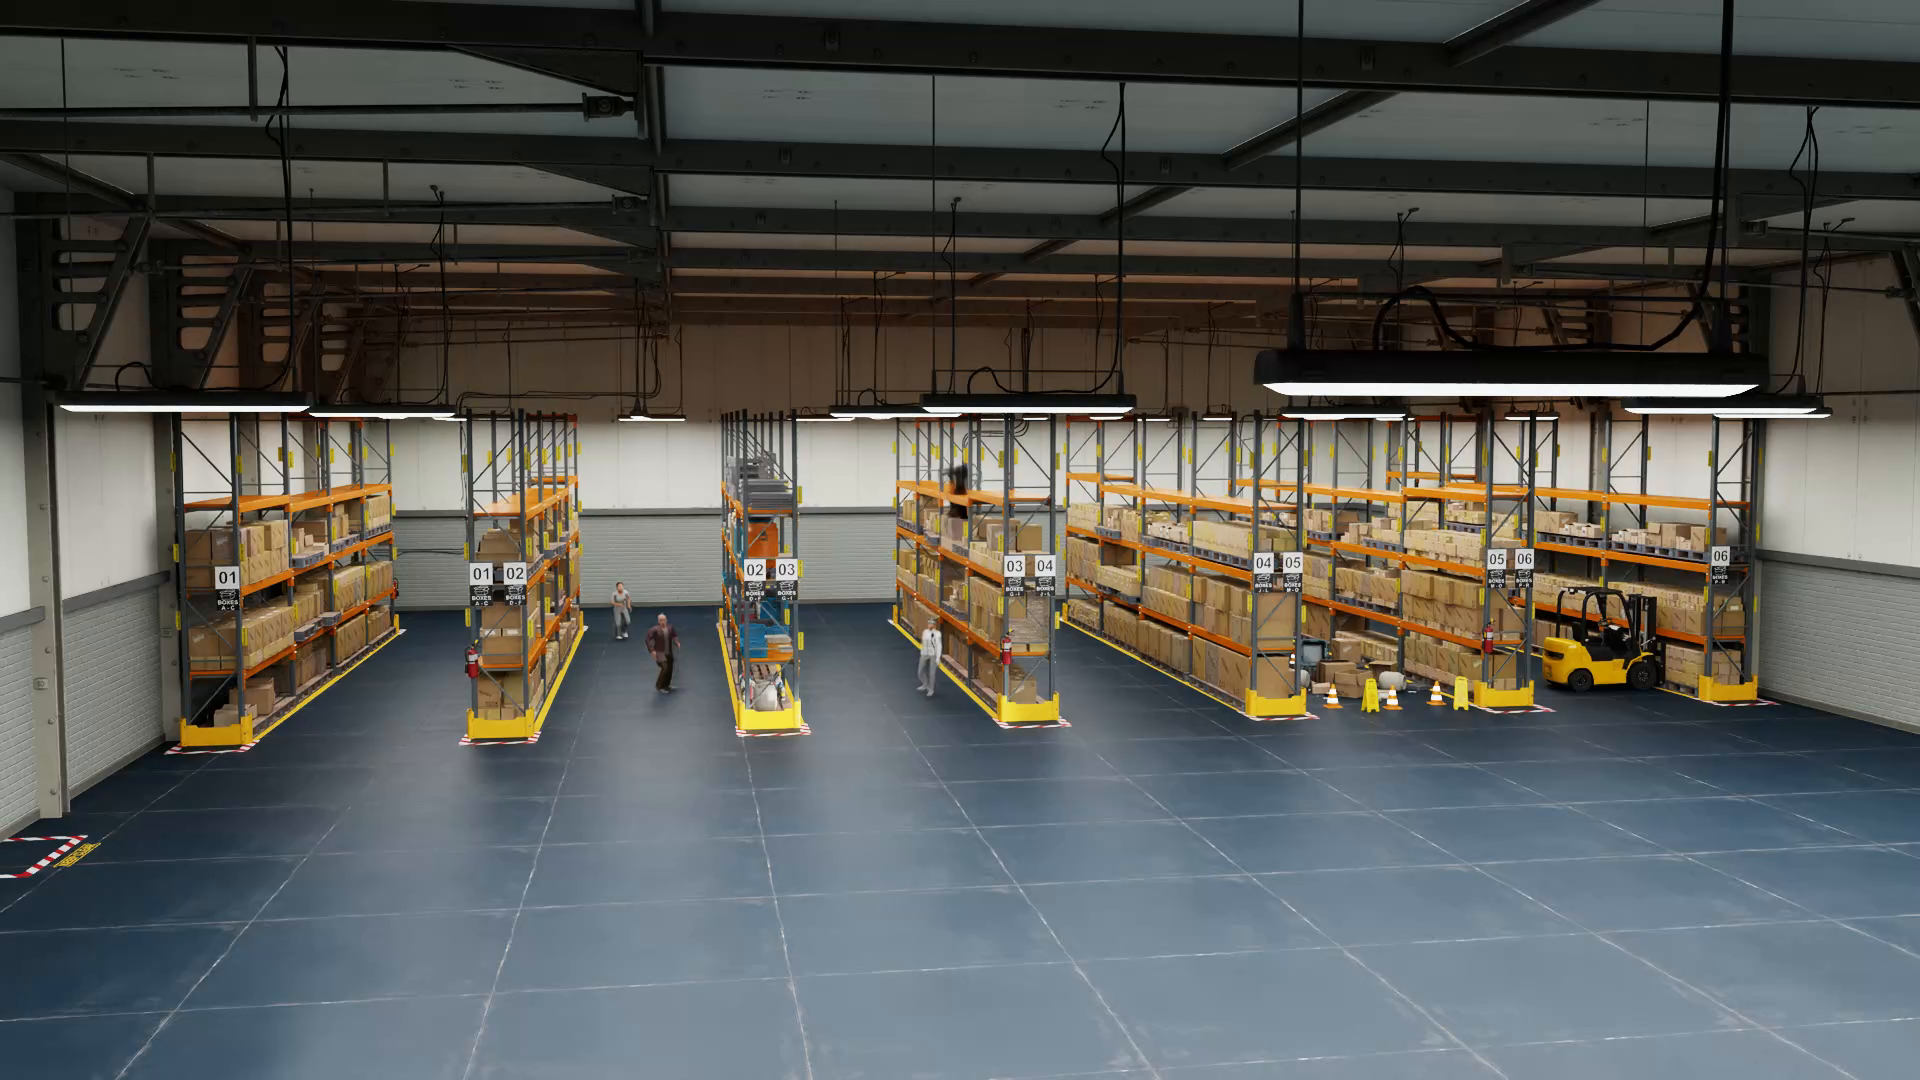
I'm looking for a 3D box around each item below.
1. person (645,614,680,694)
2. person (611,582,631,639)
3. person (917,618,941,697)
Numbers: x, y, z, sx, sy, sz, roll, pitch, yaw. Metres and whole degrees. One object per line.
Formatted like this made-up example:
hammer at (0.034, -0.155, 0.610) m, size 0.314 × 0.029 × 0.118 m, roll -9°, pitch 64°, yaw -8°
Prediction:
person at (-6.291, 2.423, 35.457) m, size 0.819 × 1.718 × 0.729 m, roll 3°, pitch 5°, yaw 40°
person at (-8.969, 1.875, 44.015) m, size 0.568 × 1.561 × 0.803 m, roll -2°, pitch 4°, yaw -23°
person at (-0.644, 2.459, 35.017) m, size 0.605 × 1.699 × 0.481 m, roll 2°, pitch 4°, yaw 23°
